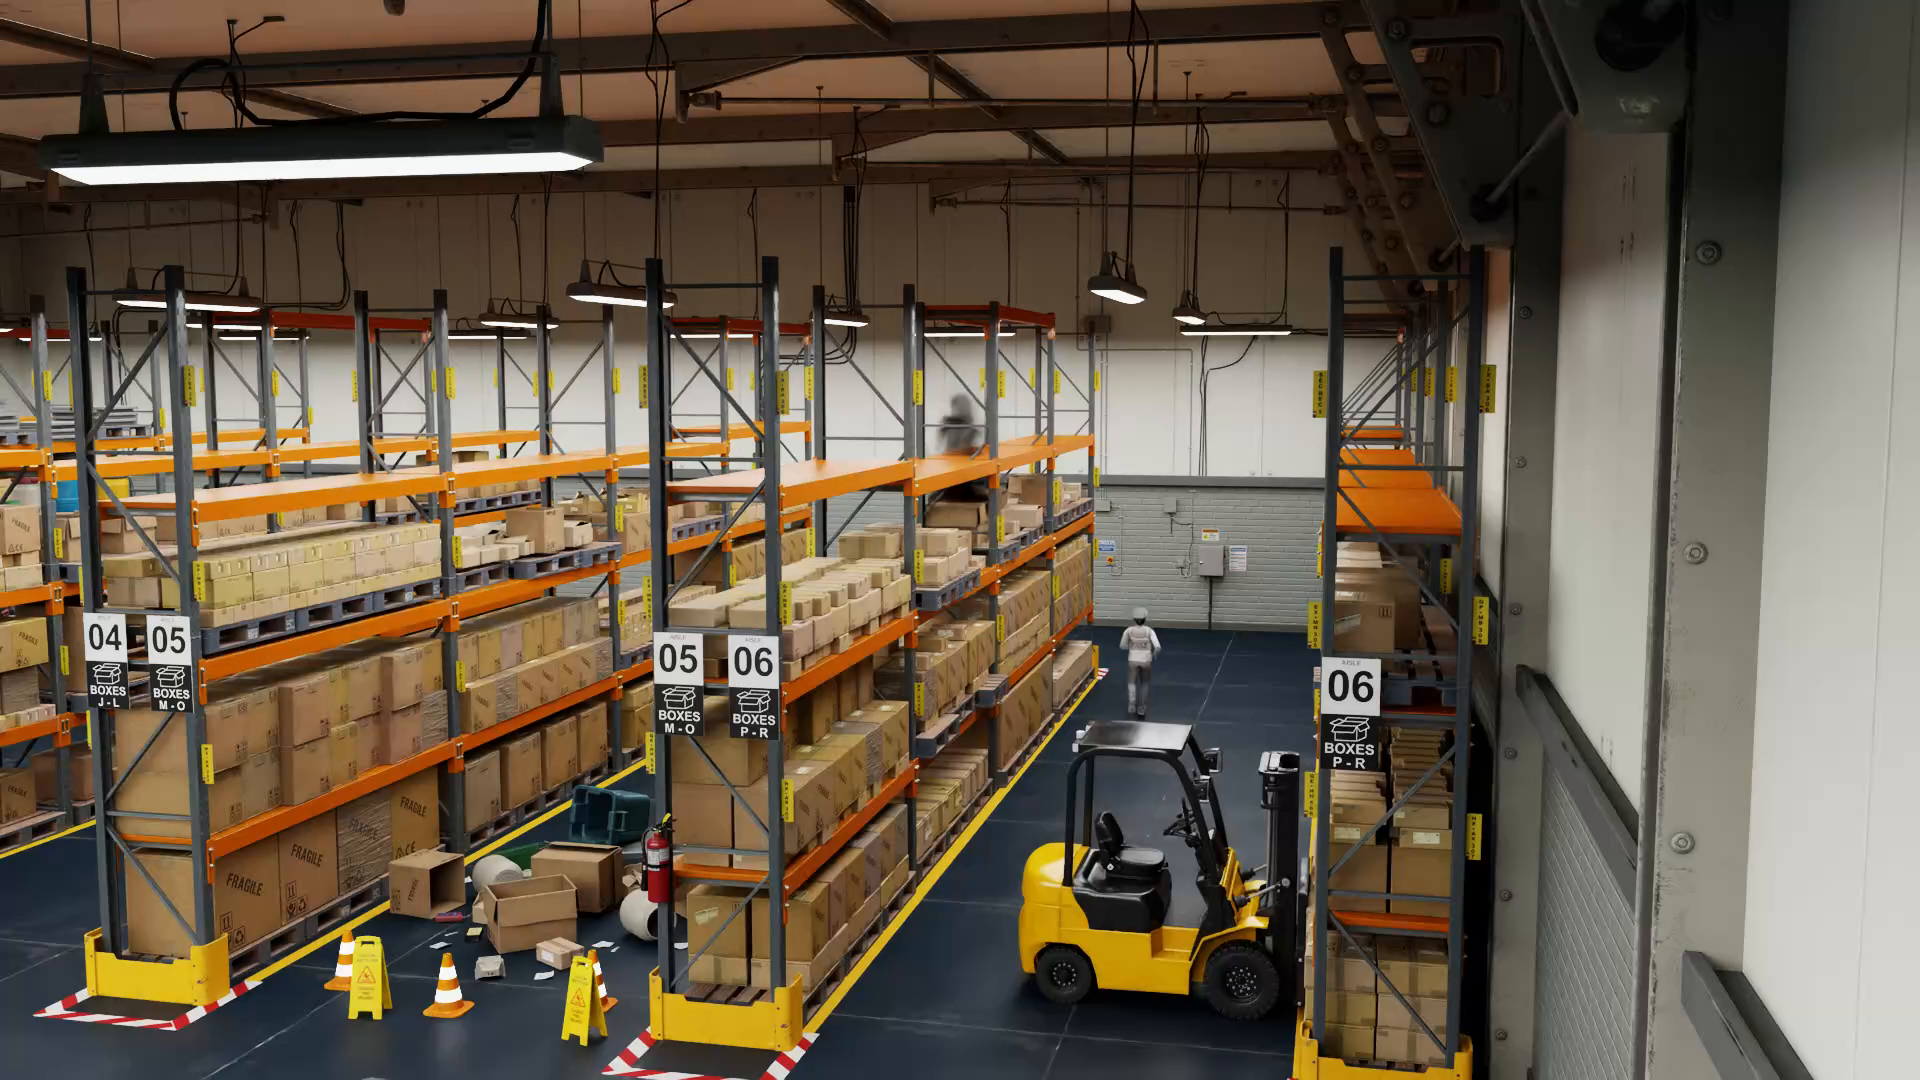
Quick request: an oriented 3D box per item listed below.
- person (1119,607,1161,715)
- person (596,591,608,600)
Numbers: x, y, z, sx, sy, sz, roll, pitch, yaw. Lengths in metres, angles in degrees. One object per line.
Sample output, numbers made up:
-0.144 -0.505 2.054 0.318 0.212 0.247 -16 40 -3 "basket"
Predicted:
2.688 1.827 24.842 0.624 1.659 0.744 1 6 10 "person"
-5.574 1.671 25.973 0.722 1.735 0.667 2 6 18 "person"
